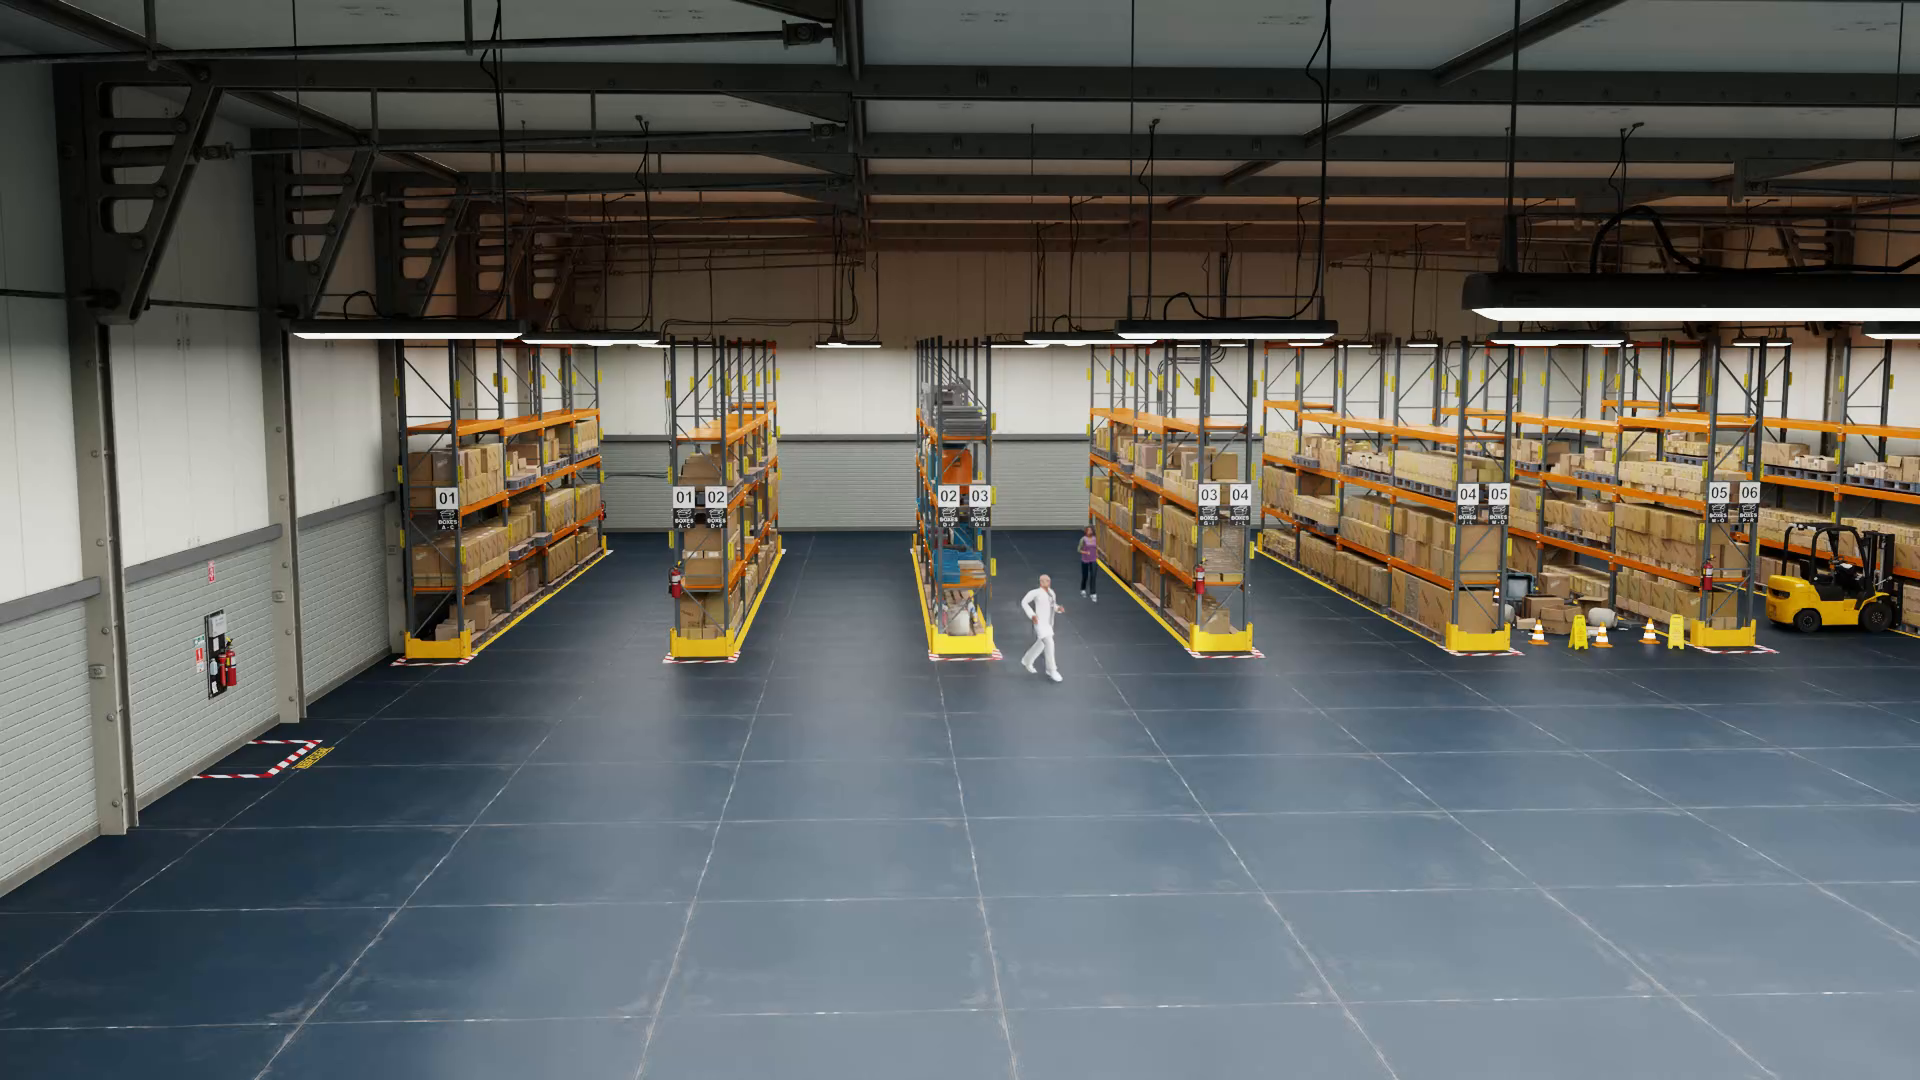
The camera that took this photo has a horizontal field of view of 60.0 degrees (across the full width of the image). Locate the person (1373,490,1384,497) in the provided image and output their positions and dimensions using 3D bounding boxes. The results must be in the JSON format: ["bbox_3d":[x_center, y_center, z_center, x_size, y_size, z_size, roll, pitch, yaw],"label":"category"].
[{"bbox_3d":[12.431,-0.760,49.411,0.743,1.844,0.647,0,6,2],"label":"person"}]

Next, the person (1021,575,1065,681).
[{"bbox_3d":[1.453,1.552,29.255,0.948,1.747,0.697,4,8,35],"label":"person"}]

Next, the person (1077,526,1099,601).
[{"bbox_3d":[2.823,0.489,36.436,0.538,1.610,0.804,-2,7,-13],"label":"person"}]
